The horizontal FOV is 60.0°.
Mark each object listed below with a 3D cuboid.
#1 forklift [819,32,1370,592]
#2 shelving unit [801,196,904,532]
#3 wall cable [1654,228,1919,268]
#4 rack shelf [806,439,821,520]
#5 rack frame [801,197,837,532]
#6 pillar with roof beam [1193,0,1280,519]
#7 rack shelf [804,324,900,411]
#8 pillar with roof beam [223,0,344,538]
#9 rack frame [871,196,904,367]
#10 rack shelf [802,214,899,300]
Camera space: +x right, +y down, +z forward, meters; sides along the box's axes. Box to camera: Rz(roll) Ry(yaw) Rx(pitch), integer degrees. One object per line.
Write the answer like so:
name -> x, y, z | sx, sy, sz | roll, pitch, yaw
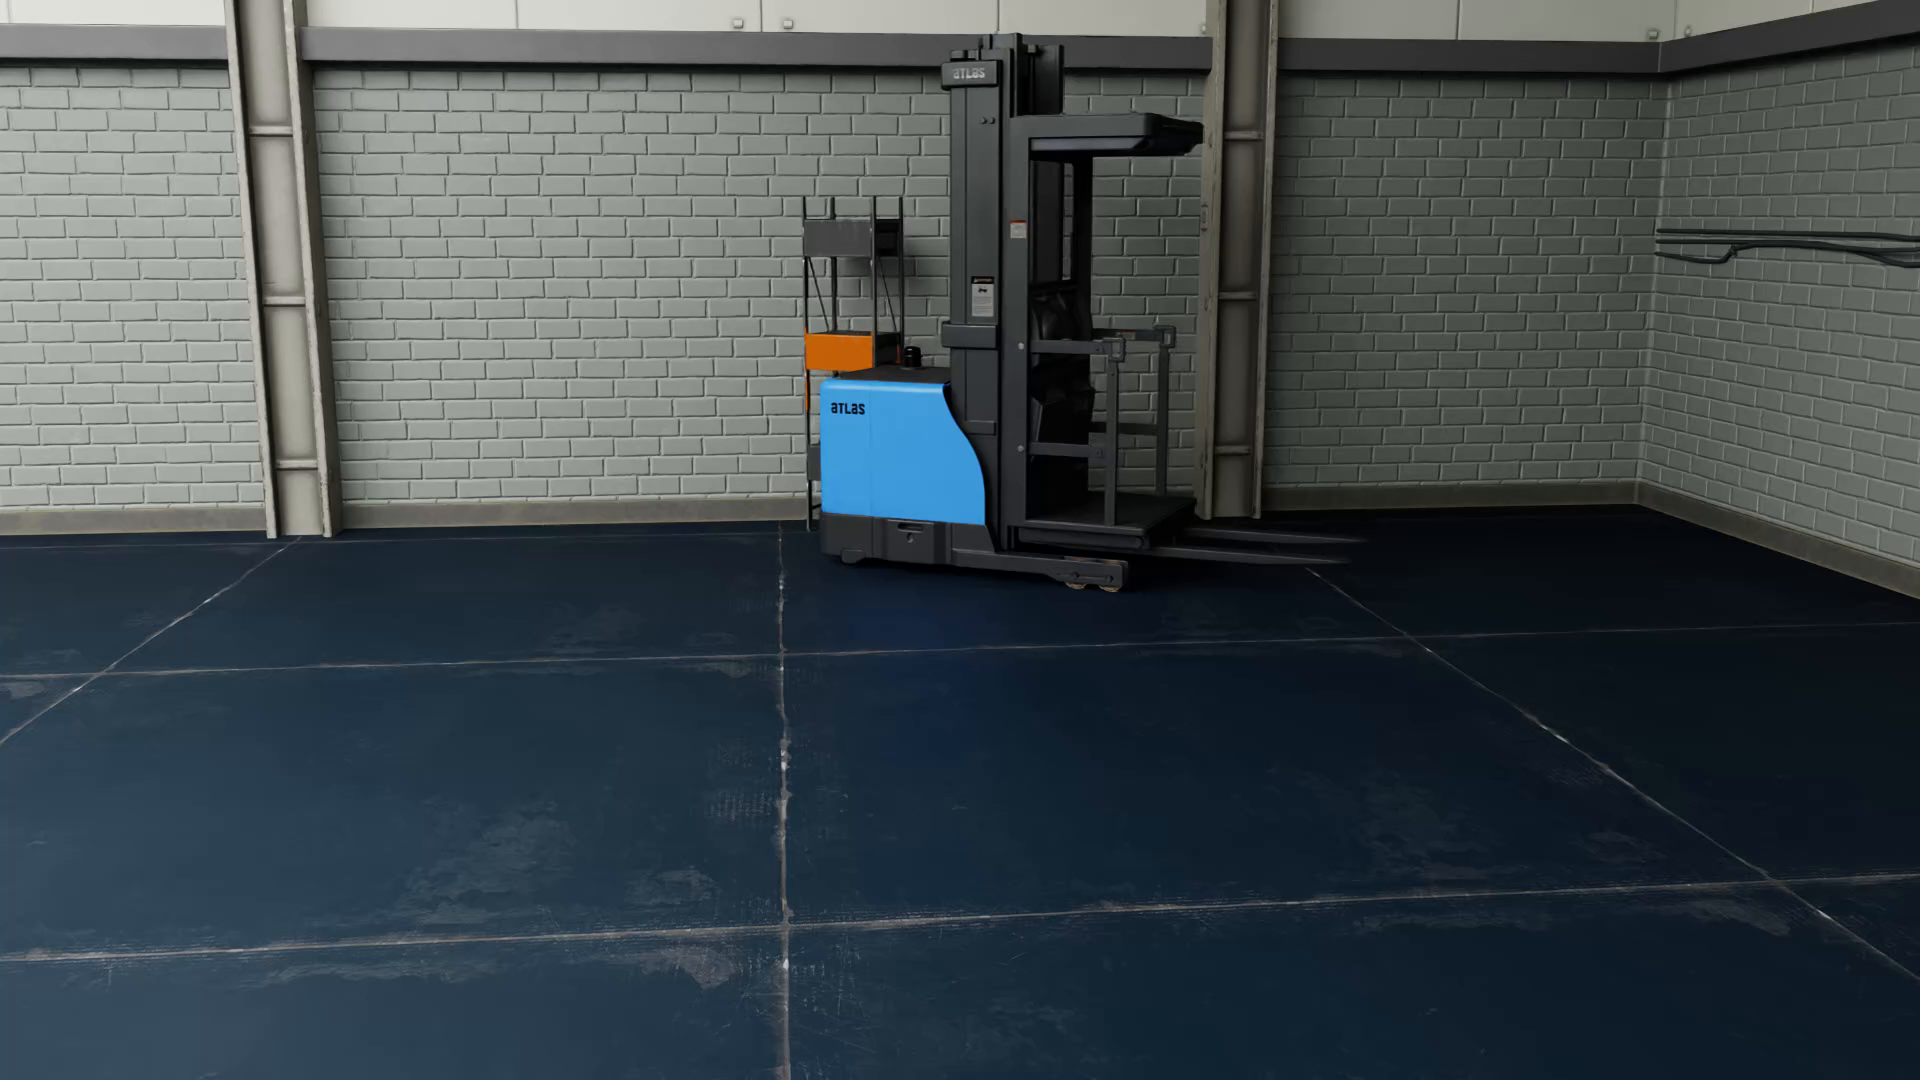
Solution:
forklift -> 0.751, -1.274, 9.251 | 3.031, 2.935, 1.130 | 5, 12, 22
shelving unit -> -0.666, -1.098, 10.508 | 0.503, 2.100, 0.431 | 5, 12, 24
wall cable -> 4.872, -2.870, 9.688 | 0.112, 2.526, 3.097 | -1, 11, -6
rack shelf -> -0.666, -0.397, 10.646 | 0.480, 0.518, 0.431 | 5, 12, 24
rack frame -> -0.887, -1.117, 10.609 | 0.015, 2.100, 0.400 | 5, 12, 24
pillar with roof beam -> 2.265, -3.760, 6.167 | 0.400, 9.000, 9.100 | -1, 11, -6
rack shelf -> -0.666, -1.084, 10.511 | 0.480, 0.518, 0.431 | 5, 12, 24
pillar with roof beam -> -3.700, -3.635, 5.531 | 0.400, 9.000, 9.100 | -1, 11, -6
rack frame -> -0.444, -1.078, 10.407 | 0.015, 2.100, 0.400 | 5, 12, 24
rack shelf -> -0.666, -1.771, 10.376 | 0.480, 0.518, 0.431 | 5, 12, 24
